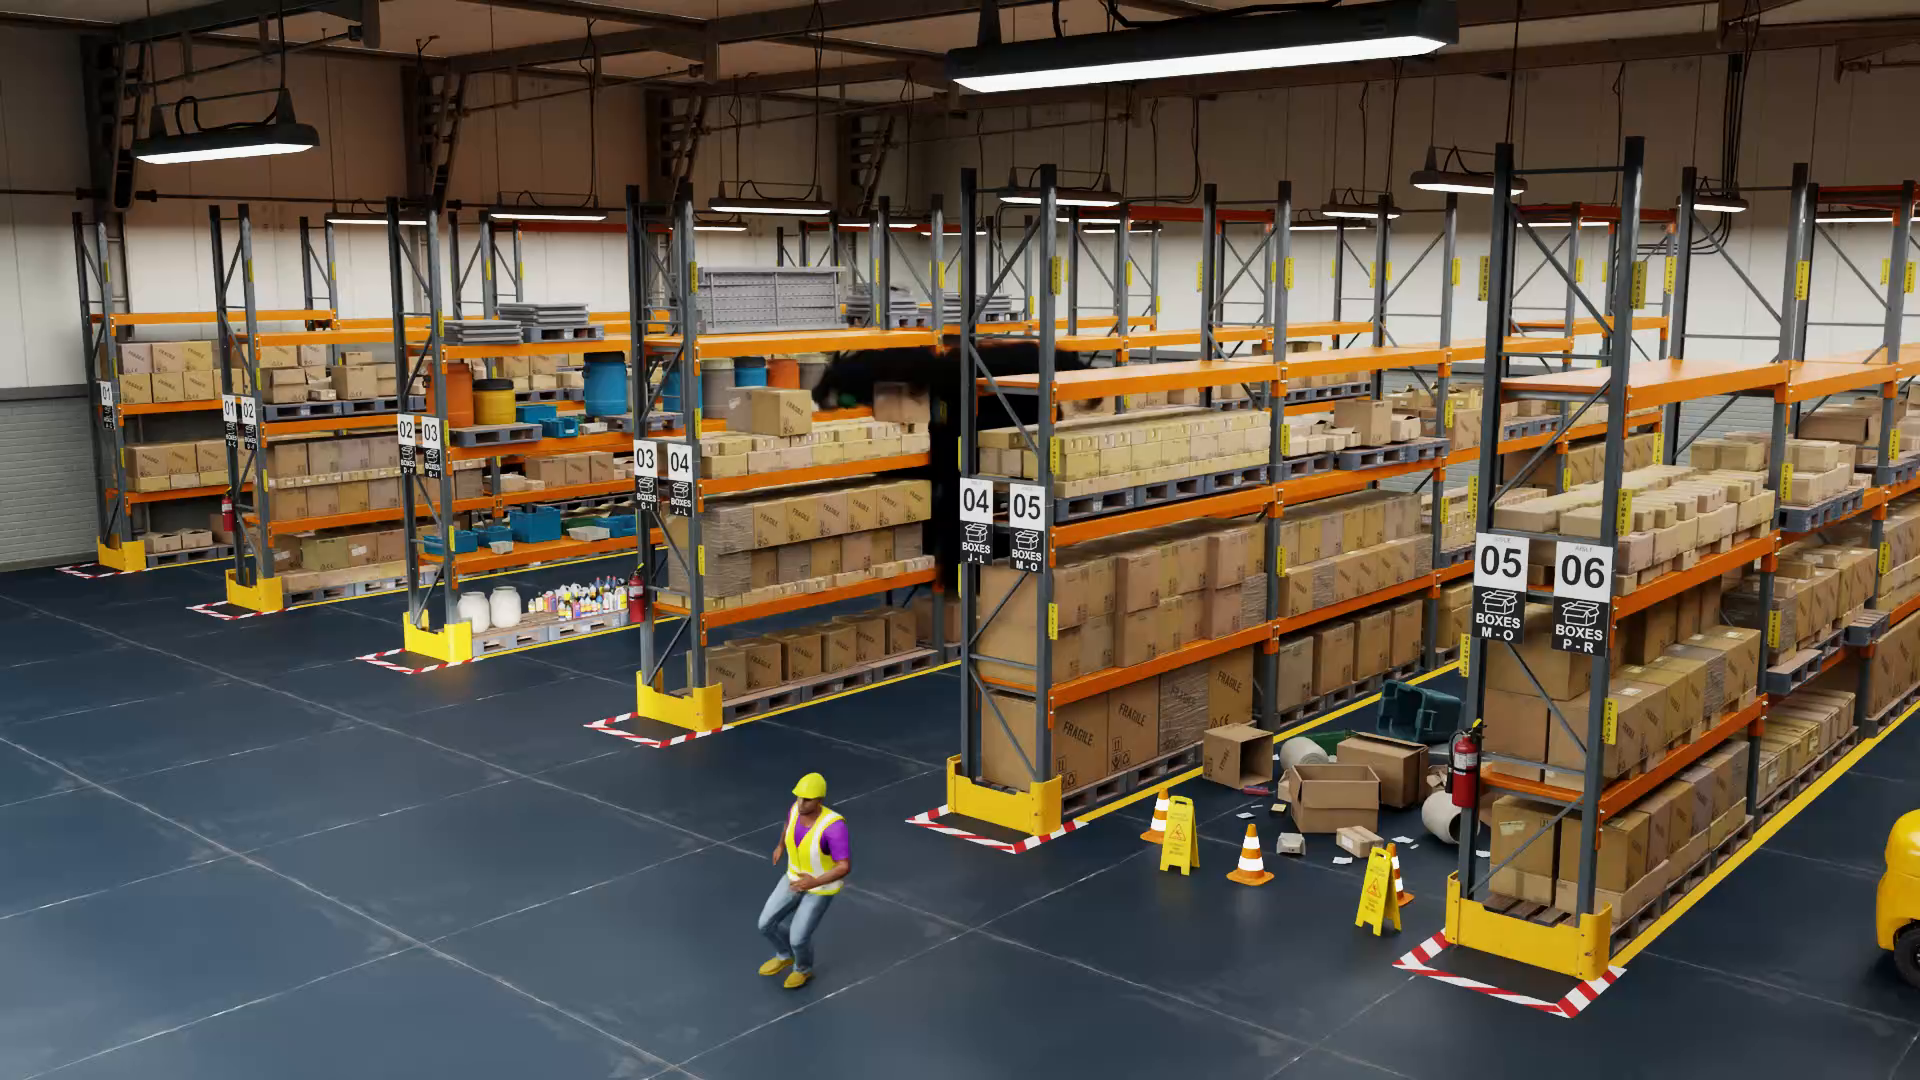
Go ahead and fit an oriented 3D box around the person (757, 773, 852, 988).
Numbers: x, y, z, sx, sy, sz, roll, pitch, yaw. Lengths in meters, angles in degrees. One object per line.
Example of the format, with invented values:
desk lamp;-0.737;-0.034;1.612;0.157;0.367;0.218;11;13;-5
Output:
person;-1.143;2.429;11.751;0.905;1.652;0.647;6;11;32

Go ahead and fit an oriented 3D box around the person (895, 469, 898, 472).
person;-1.336;-2.234;39.714;0.732;1.594;1.082;-5;11;-28
